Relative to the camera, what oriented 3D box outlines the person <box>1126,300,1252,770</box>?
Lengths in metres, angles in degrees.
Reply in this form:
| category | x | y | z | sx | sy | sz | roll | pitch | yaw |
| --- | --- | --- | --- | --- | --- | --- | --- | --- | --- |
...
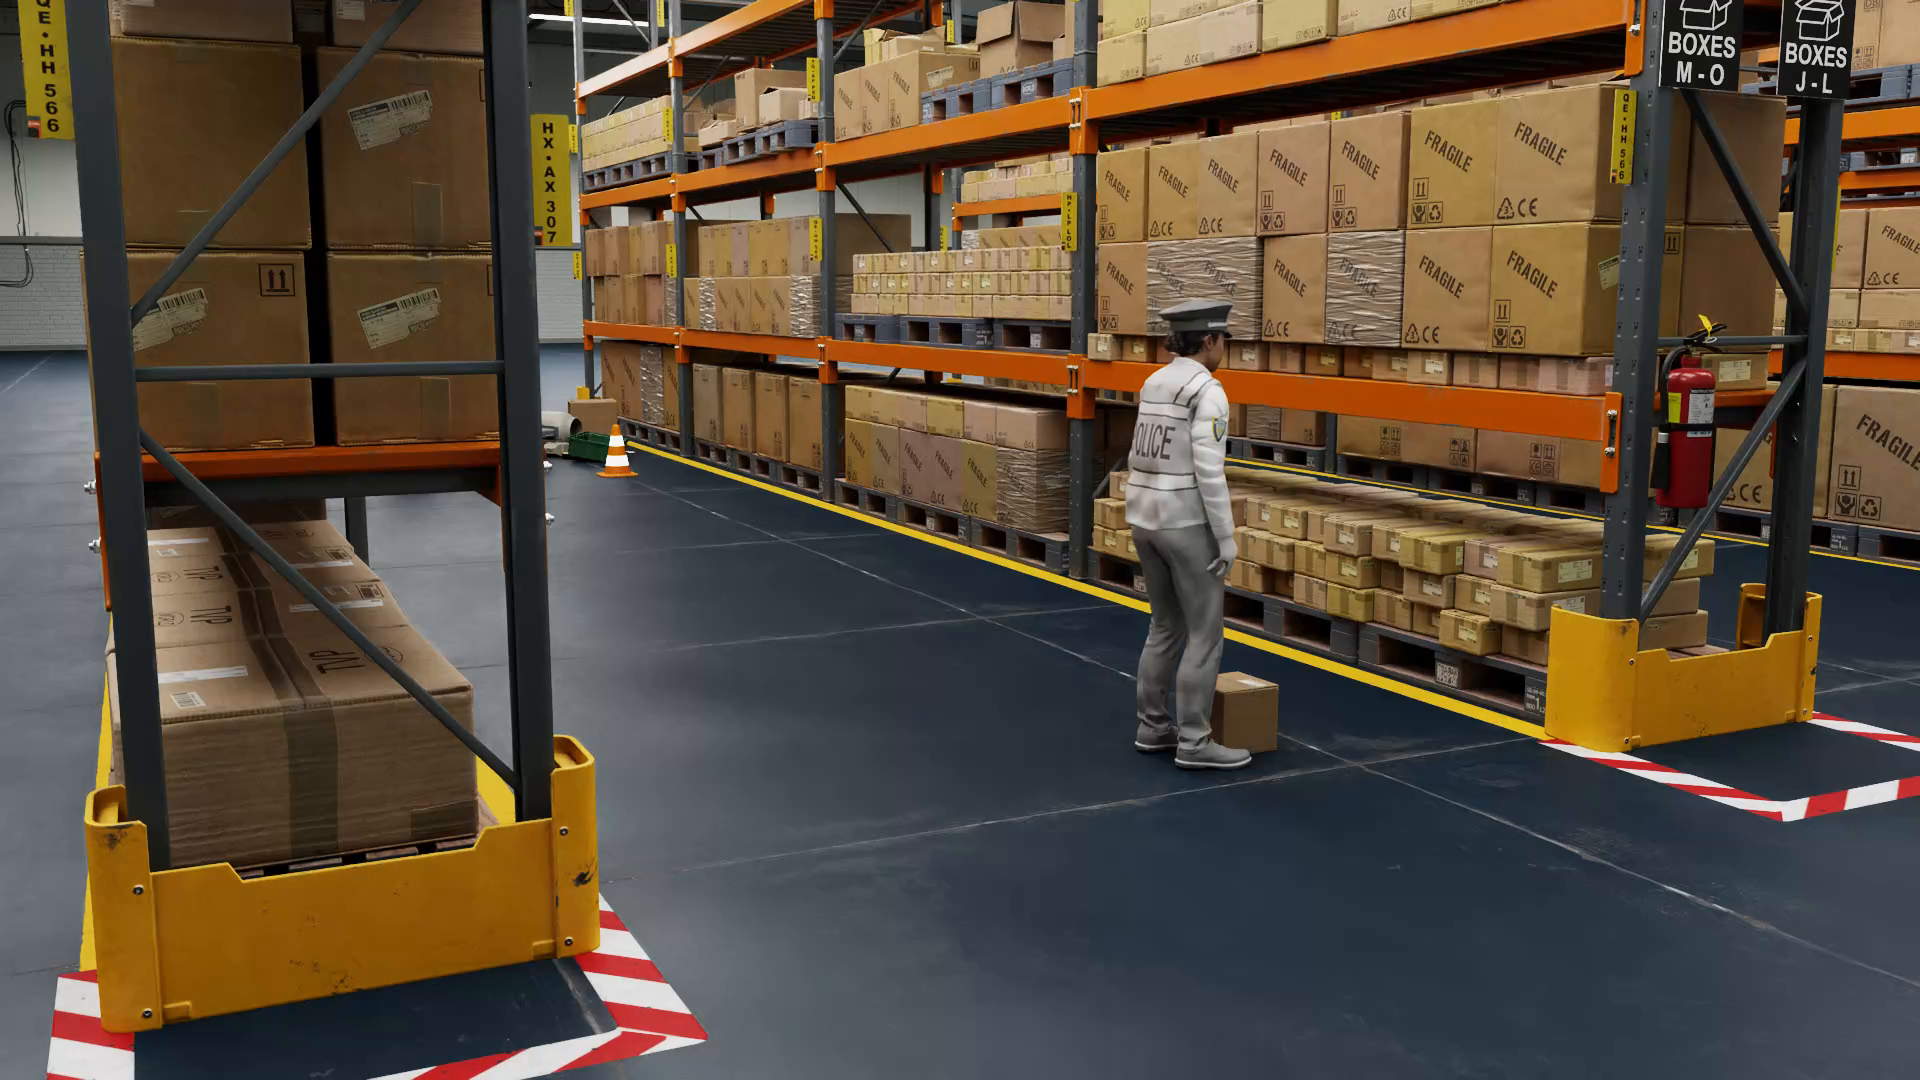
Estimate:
| category | x | y | z | sx | sy | sz | roll | pitch | yaw |
| --- | --- | --- | --- | --- | --- | --- | --- | --- | --- |
| person | 0.809 | -0.028 | 6.022 | 0.378 | 1.663 | 0.531 | -4 | 10 | -26 |
